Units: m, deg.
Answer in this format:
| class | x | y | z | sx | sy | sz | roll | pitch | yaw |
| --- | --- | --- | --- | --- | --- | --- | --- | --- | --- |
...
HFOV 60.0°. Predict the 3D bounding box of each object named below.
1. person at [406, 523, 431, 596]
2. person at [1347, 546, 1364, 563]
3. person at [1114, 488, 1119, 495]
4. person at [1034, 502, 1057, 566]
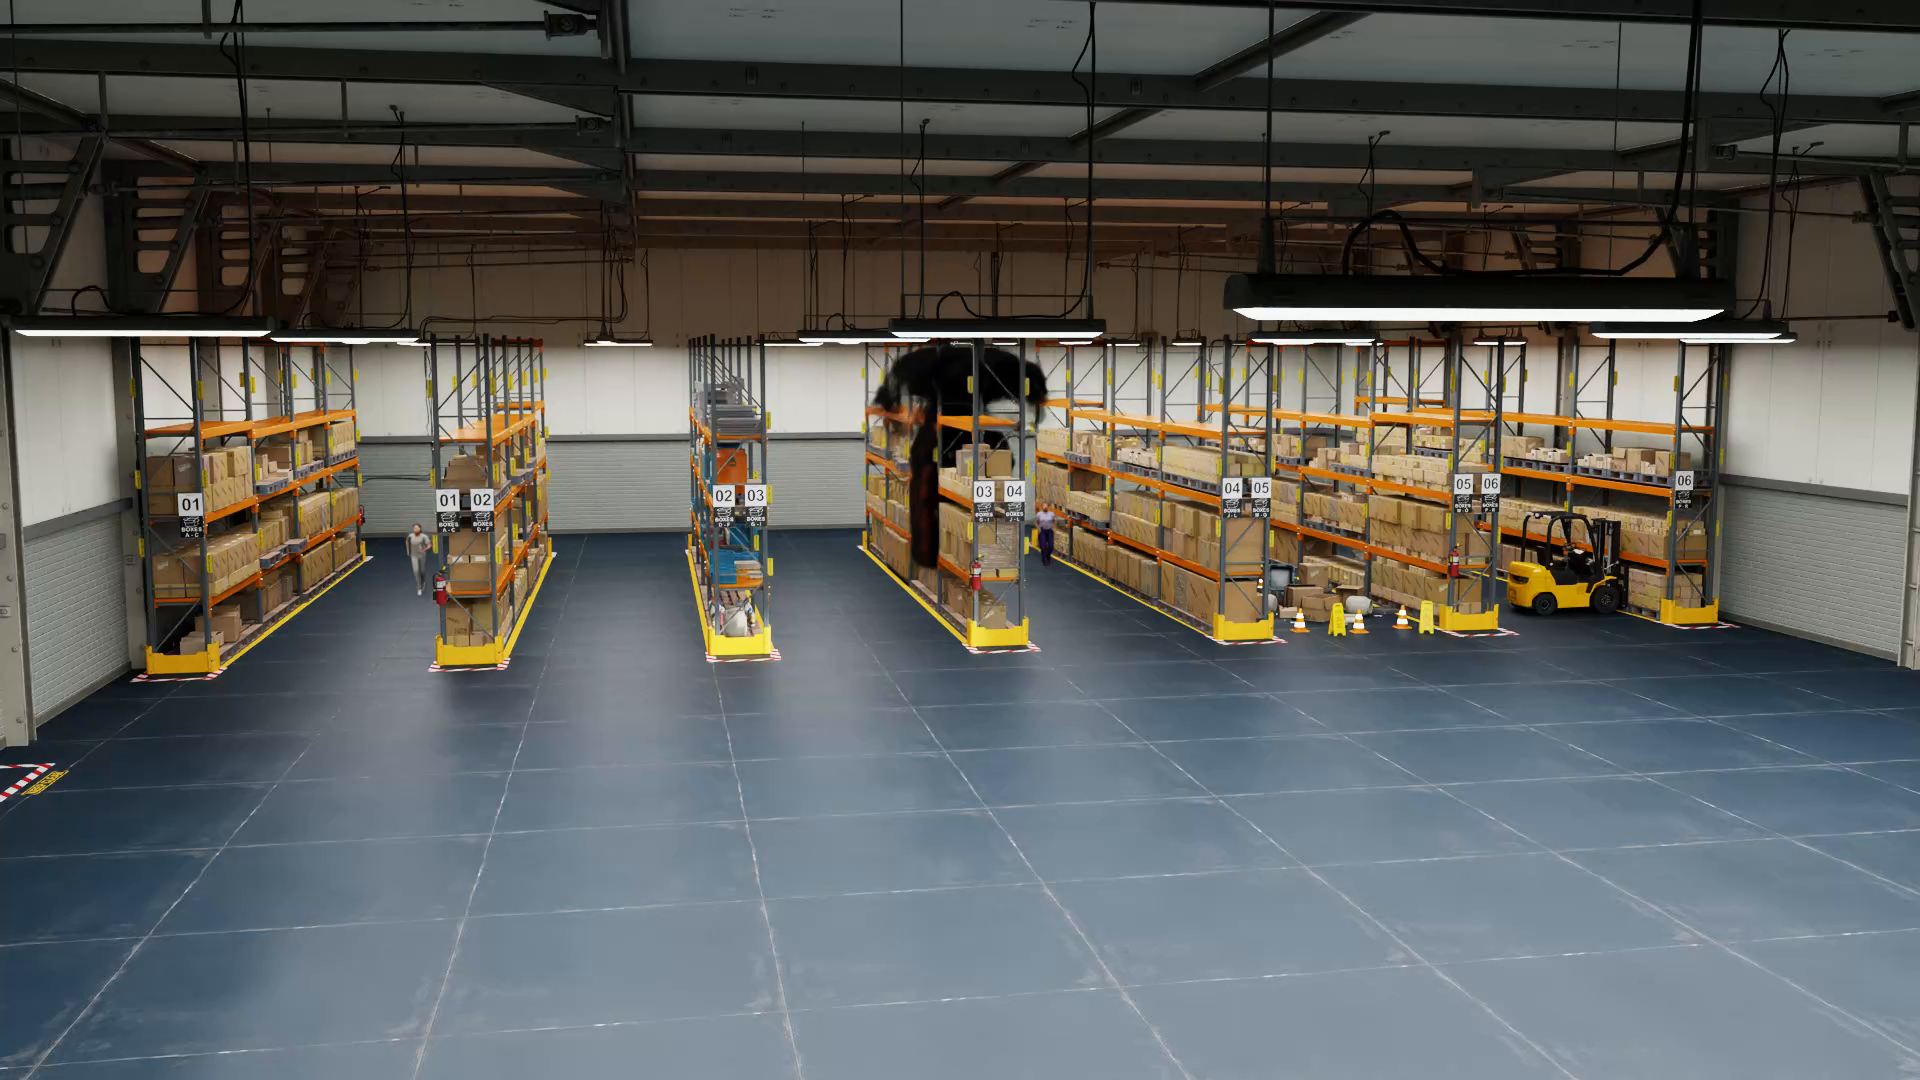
| class | x | y | z | sx | sy | sz | roll | pitch | yaw |
| --- | --- | --- | --- | --- | --- | --- | --- | --- | --- |
| person | -12.720 | 0.423 | 39.096 | 0.587 | 1.664 | 1.008 | -1 | 7 | -10 |
| person | 10.572 | -0.196 | 44.329 | 0.651 | 1.688 | 0.605 | -2 | 7 | -17 |
| person | 4.482 | -0.680 | 48.379 | 0.575 | 1.685 | 0.938 | -5 | 8 | -36 |
| person | 2.160 | -0.148 | 41.839 | 0.586 | 1.628 | 0.487 | 0 | 7 | -4 |
